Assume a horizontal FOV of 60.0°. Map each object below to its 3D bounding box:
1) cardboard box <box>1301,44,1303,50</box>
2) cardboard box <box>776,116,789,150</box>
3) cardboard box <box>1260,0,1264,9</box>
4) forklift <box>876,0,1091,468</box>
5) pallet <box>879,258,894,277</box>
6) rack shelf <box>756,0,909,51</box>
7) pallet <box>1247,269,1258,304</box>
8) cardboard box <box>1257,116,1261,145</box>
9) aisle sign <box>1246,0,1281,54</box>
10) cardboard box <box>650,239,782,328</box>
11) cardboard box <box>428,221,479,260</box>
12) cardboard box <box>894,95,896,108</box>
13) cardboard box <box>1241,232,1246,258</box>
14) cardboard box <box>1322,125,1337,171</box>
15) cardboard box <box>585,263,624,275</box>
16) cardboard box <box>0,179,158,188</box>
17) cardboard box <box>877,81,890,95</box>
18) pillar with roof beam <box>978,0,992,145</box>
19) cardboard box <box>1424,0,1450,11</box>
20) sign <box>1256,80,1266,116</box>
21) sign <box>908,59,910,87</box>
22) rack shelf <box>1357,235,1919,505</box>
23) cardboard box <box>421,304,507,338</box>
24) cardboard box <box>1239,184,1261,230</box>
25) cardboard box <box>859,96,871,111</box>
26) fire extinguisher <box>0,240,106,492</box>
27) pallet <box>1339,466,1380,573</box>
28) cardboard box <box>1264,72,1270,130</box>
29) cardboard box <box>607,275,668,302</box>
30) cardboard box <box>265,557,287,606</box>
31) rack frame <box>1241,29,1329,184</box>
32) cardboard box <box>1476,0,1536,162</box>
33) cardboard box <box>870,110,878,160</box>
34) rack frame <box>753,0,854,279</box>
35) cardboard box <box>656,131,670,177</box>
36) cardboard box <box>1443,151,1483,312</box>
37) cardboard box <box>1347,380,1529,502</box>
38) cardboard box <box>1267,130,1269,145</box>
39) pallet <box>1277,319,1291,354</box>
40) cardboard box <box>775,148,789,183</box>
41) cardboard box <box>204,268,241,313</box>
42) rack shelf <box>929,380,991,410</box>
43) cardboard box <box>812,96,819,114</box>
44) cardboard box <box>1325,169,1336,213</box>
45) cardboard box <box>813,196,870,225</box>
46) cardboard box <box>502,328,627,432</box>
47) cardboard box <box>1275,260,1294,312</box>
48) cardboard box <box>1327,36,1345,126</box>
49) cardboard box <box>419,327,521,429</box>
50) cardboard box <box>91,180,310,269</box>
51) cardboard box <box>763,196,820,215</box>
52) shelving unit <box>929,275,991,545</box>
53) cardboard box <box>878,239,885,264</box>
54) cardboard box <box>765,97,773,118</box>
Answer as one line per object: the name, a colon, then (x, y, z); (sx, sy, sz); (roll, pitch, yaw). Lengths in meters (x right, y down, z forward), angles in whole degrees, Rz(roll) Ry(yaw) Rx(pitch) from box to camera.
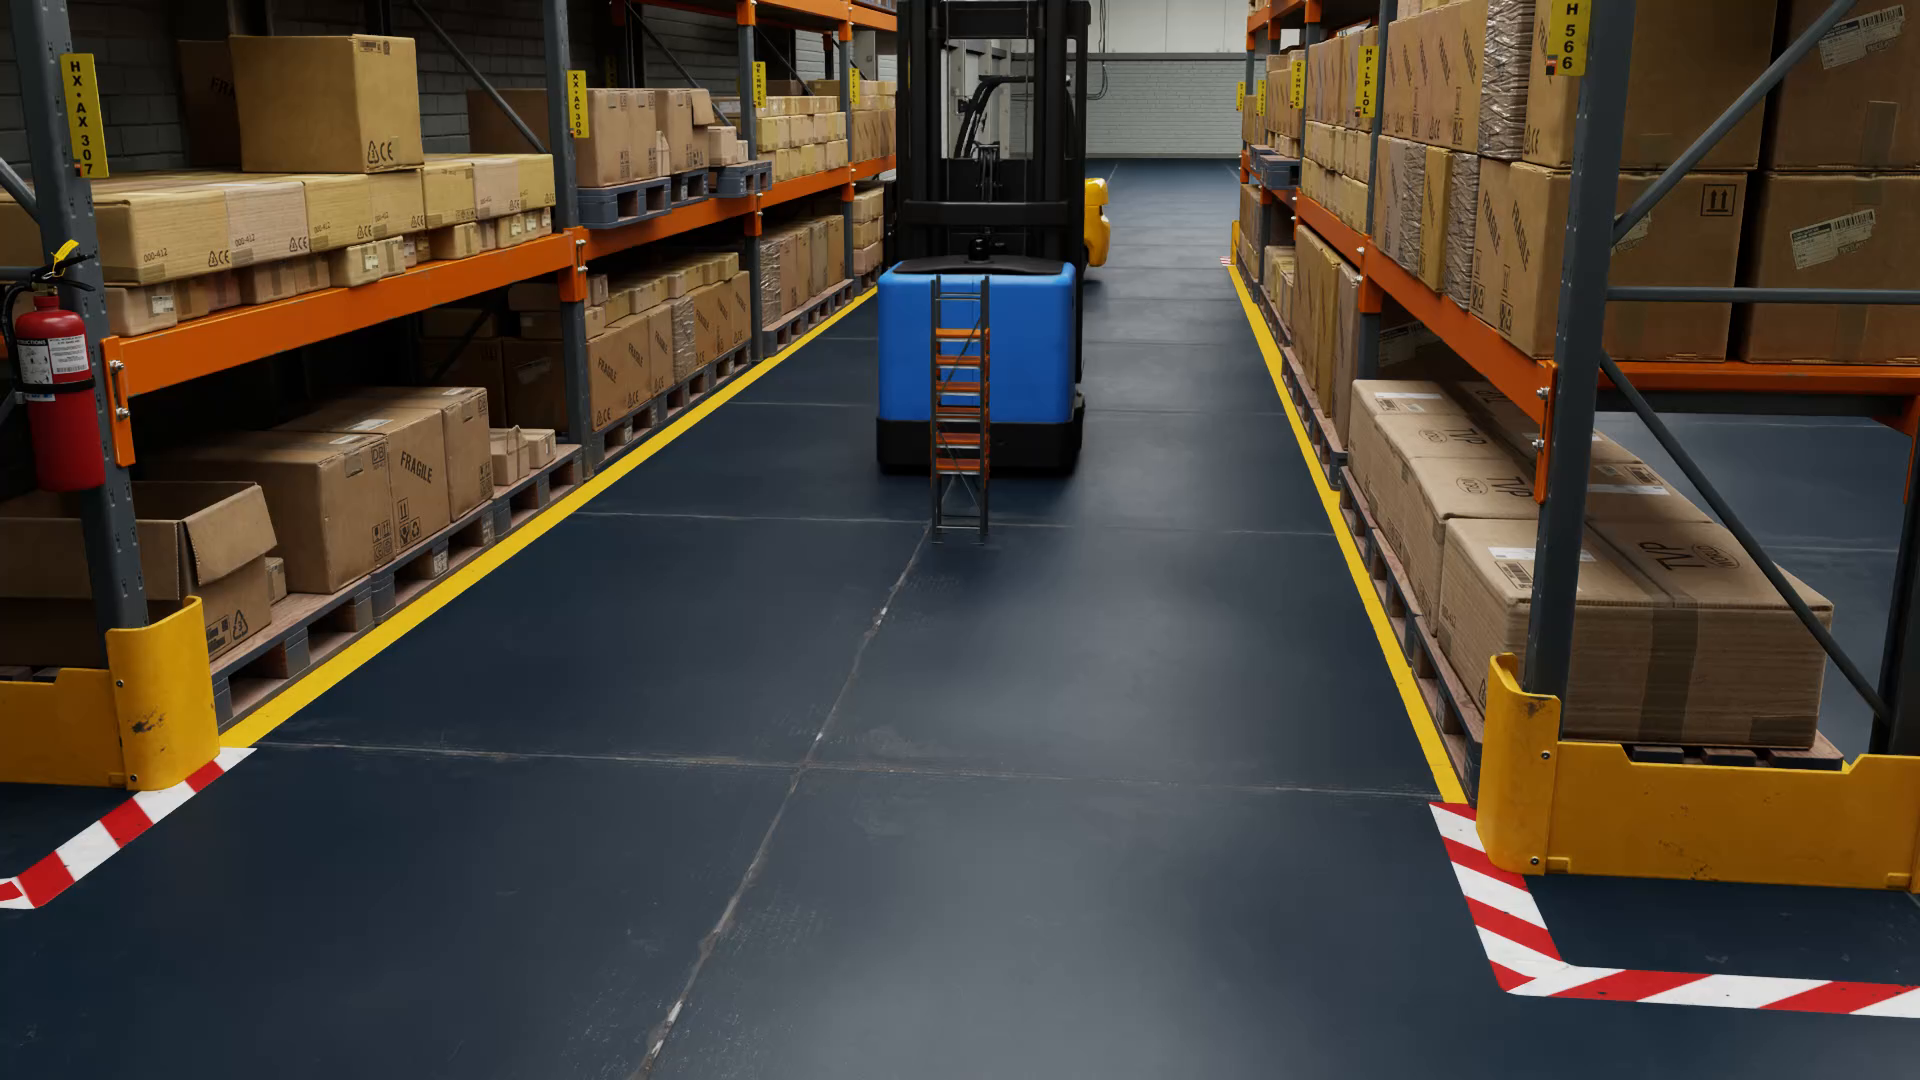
cardboard box: (3.719, -4.626, 16.348); (0.700, 0.500, 0.500); (2, 15, 7)
cardboard box: (-1.659, -3.227, 13.178); (0.500, 0.250, 0.500); (2, 15, 8)
cardboard box: (3.335, -5.595, 17.343); (0.380, 0.149, 0.250); (1, 15, 5)
forklift: (0.208, -2.129, 9.921); (1.130, 2.935, 3.031); (1, 15, 5)
pallet: (-1.291, -3.034, 18.477); (1.003, 0.211, 1.213); (2, 15, 6)
rack shelf: (-1.332, -5.477, 17.802); (1.077, 0.370, 4.000); (2, 15, 6)
pallet: (3.415, -2.541, 16.657); (1.003, 0.211, 1.213); (2, 15, 6)
cardboard box: (3.229, -4.161, 16.541); (0.500, 0.500, 0.500); (2, 15, 8)
aisle sign: (3.525, -6.030, 19.235); (0.394, 0.787, 0.004); (2, 15, 6)
cardboard box: (-1.925, -2.038, 13.197); (0.875, 0.625, 0.625); (2, 15, 8)
cardboard box: (-2.316, -1.301, 7.207); (0.380, 0.149, 0.250); (1, 15, 5)
cardboard box: (-0.866, -5.091, 19.309); (0.380, 0.149, 0.250); (2, 15, 7)
cardboard box: (3.395, -3.292, 18.553); (0.500, 0.250, 0.500); (2, 15, 8)
cardboard box: (2.422, -2.326, 9.846); (0.500, 0.250, 0.500); (2, 15, 7)
cardboard box: (-2.506, -1.801, 11.316); (0.380, 0.149, 0.250); (1, 15, 4)
cardboard box: (-3.064, -1.077, 5.617); (0.500, 0.250, 0.500); (2, 15, 6)
cardboard box: (-0.982, -4.967, 18.280); (0.380, 0.149, 0.250); (2, 15, 7)
pillar with roof beam: (4.905, -13.735, 41.217); (9.100, 9.000, 0.400); (2, 15, 6)
cardboard box: (2.031, -2.142, 6.488); (0.380, 0.149, 0.250); (1, 15, 5)
sign: (2.835, -4.144, 15.583); (0.100, 0.325, 0.005); (2, 15, 6)
sign: (-0.569, -5.549, 19.764); (0.100, 0.325, 0.005); (2, 15, 6)
rack shelf: (2.246, -0.771, 6.147); (1.077, 0.370, 4.000); (2, 15, 6)
cardboard box: (-2.705, -1.196, 9.080); (0.380, 0.149, 0.250); (1, 15, 4)
cardboard box: (3.458, -3.780, 18.921); (0.500, 0.500, 0.500); (1, 15, 4)
cardboard box: (-1.130, -4.491, 17.091); (0.380, 0.149, 0.250); (2, 15, 7)
fire extinguisher: (-2.469, -0.476, 4.539); (0.296, 0.674, 0.183); (2, 15, 6)
pallet: (2.308, -0.096, 7.614); (1.003, 0.211, 1.213); (2, 15, 6)
cardboard box: (3.037, -3.994, 15.119); (0.500, 0.500, 0.500); (2, 15, 8)
cardboard box: (-2.069, -1.588, 10.532); (0.380, 0.149, 0.250); (2, 15, 6)
cardboard box: (-2.662, 0.163, 5.969); (0.380, 0.149, 0.250); (1, 15, 4)
rack frame: (3.826, -4.750, 19.481); (1.000, 3.000, 0.127); (2, 15, 6)
cardboard box: (1.868, -1.399, 4.984); (0.500, 0.500, 0.500); (2, 15, 6)
cardboard box: (-1.150, -4.280, 17.553); (0.500, 0.500, 0.500); (2, 15, 6)
rack frame: (-1.558, -3.858, 16.182); (1.000, 3.000, 0.127); (2, 15, 6)
cardboard box: (-1.922, -2.270, 9.762); (0.396, 0.266, 0.258); (2, 15, 9)
cardboard box: (1.932, -1.045, 5.587); (0.500, 0.500, 0.500); (2, 15, 8)
cardboard box: (2.294, -0.444, 7.660); (0.875, 0.438, 0.875); (1, 15, 5)
cardboard box: (2.998, -3.660, 15.127); (0.380, 0.149, 0.250); (2, 15, 7)
pallet: (3.013, -1.531, 12.921); (1.003, 0.211, 1.213); (2, 15, 6)
cardboard box: (-1.655, -2.986, 13.245); (0.500, 0.250, 0.500); (1, 15, 5)
cardboard box: (-2.624, -0.838, 5.495); (0.380, 0.149, 0.250); (1, 15, 6)
rack shelf: (0.002, -0.656, 7.500); (0.258, 0.103, 0.180); (2, 15, 6)
cardboard box: (-1.457, -3.856, 14.743); (0.380, 0.149, 0.250); (1, 15, 5)
cardboard box: (2.460, -2.085, 9.915); (0.500, 0.250, 0.500); (2, 15, 6)
cardboard box: (-1.191, -3.332, 16.785); (0.500, 0.250, 0.500); (1, 15, 5)
cardboard box: (-2.182, -0.898, 9.219); (0.500, 0.500, 0.500); (2, 15, 9)
cardboard box: (3.163, -2.144, 14.072); (0.950, 0.372, 0.625); (2, 15, 8)
cardboard box: (2.444, -2.692, 9.763); (0.500, 0.500, 0.500); (2, 15, 7)
cardboard box: (-2.699, -0.915, 9.283); (0.500, 0.500, 0.500); (2, 15, 6)
cardboard box: (-2.536, -1.057, 5.542); (0.500, 0.250, 0.500); (2, 15, 7)
cardboard box: (-1.694, -3.349, 16.848); (0.500, 0.250, 0.500); (2, 15, 7)
shelving unit: (0.002, -0.583, 7.519); (0.258, 1.200, 0.189); (2, 15, 6)
cardboard box: (-1.090, -3.115, 17.897); (0.500, 0.250, 0.500); (2, 15, 7)
cardboard box: (-1.652, -3.325, 12.777); (0.380, 0.149, 0.250); (2, 15, 7)
